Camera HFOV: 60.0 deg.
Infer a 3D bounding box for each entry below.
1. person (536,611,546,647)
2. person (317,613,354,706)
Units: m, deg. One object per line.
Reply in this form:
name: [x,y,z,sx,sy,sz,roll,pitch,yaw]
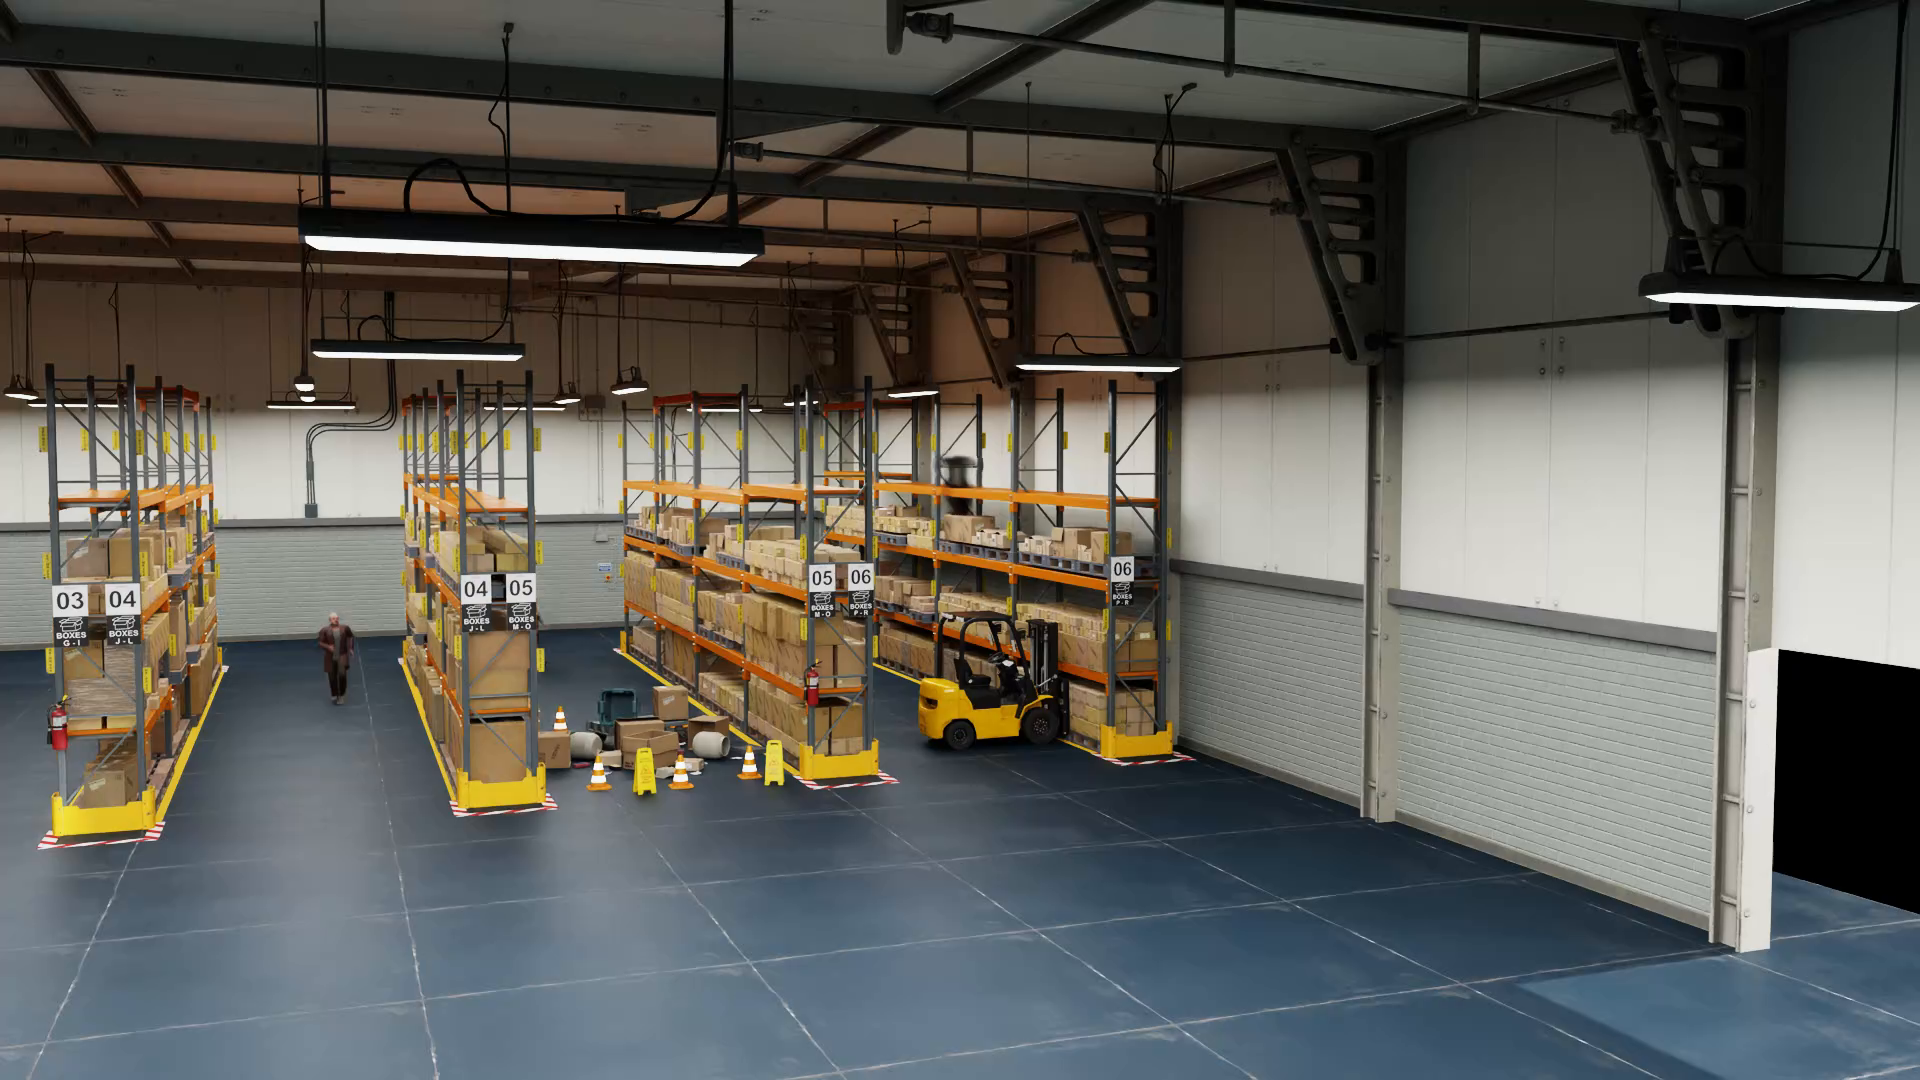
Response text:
person: [-9.597,2.120,37.183,0.703,1.483,0.665,0,3,2]
person: [-11.892,2.269,31.695,0.652,1.780,0.849,-1,4,-20]
